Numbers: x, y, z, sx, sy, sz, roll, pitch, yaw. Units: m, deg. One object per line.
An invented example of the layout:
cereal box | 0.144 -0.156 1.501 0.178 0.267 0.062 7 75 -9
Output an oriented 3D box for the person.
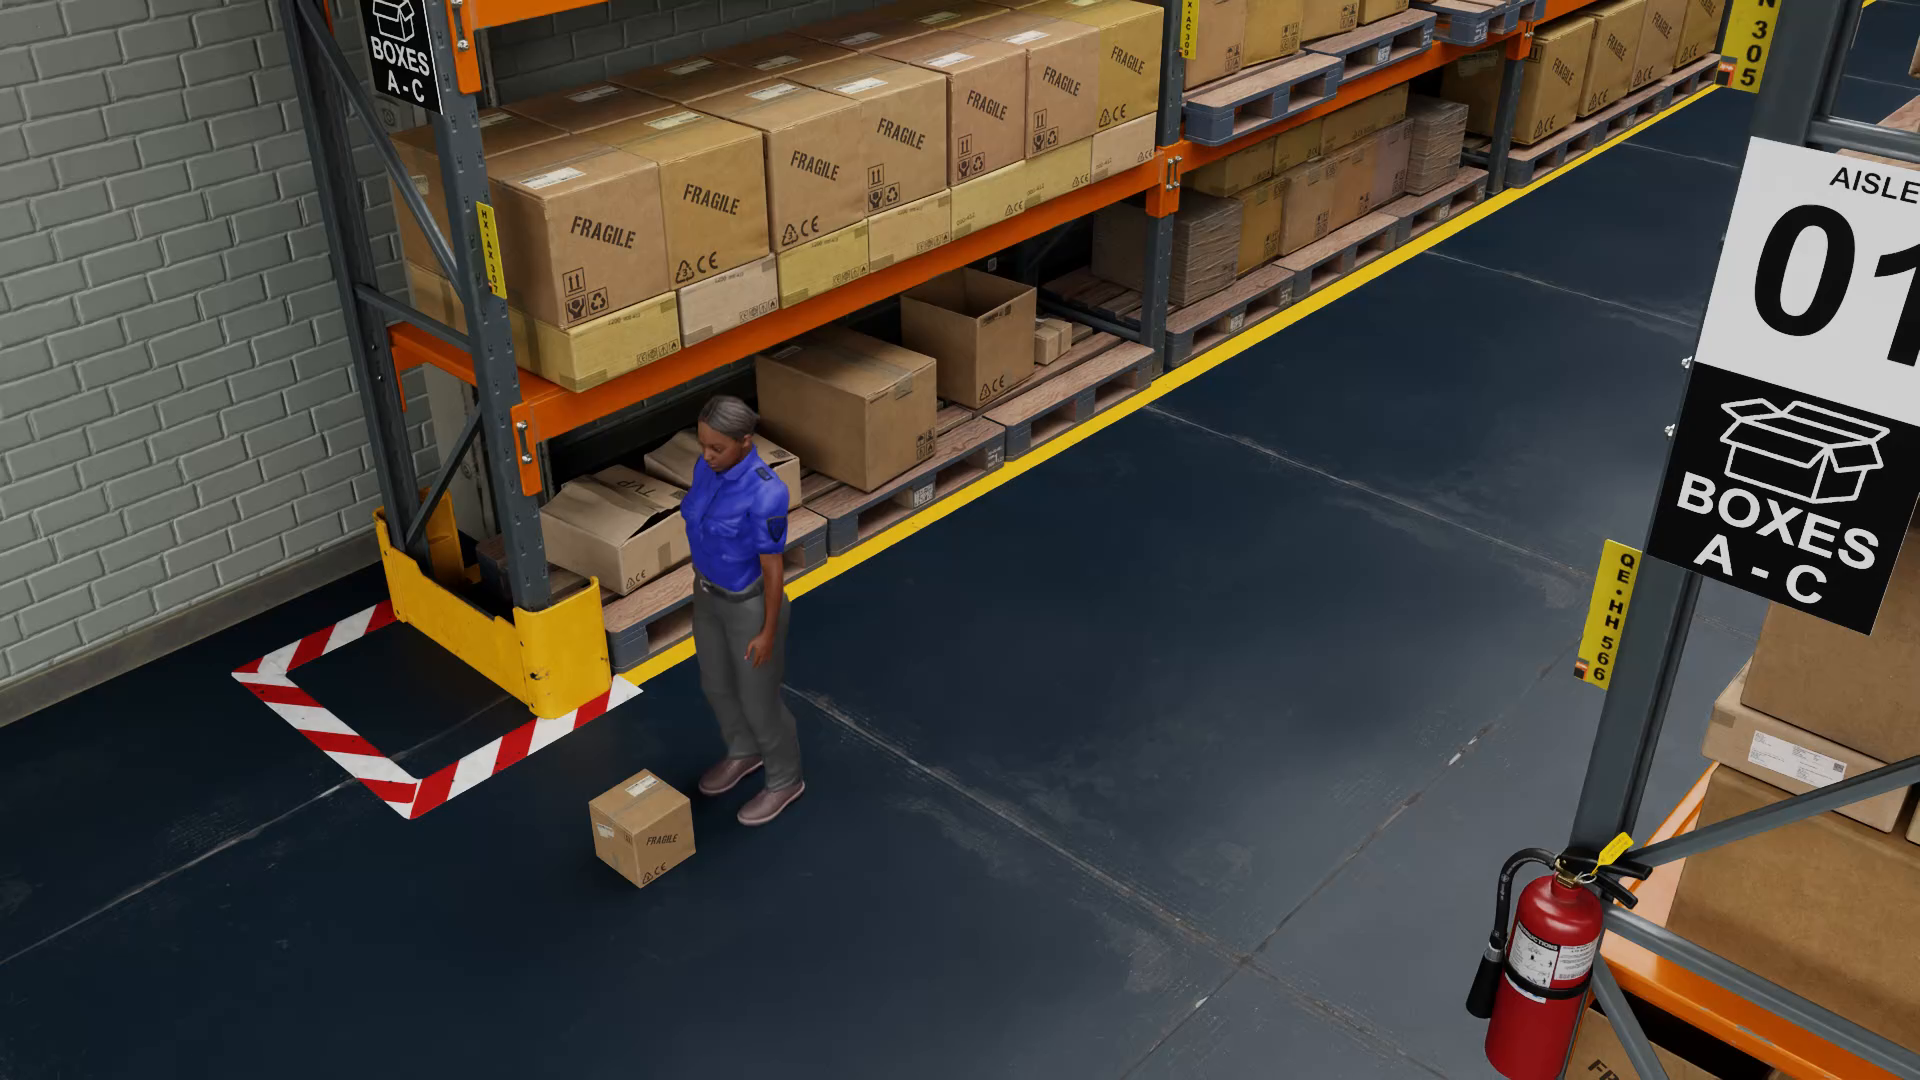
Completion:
person | -0.757 0.241 5.755 0.301 1.655 0.438 -27 41 -36
